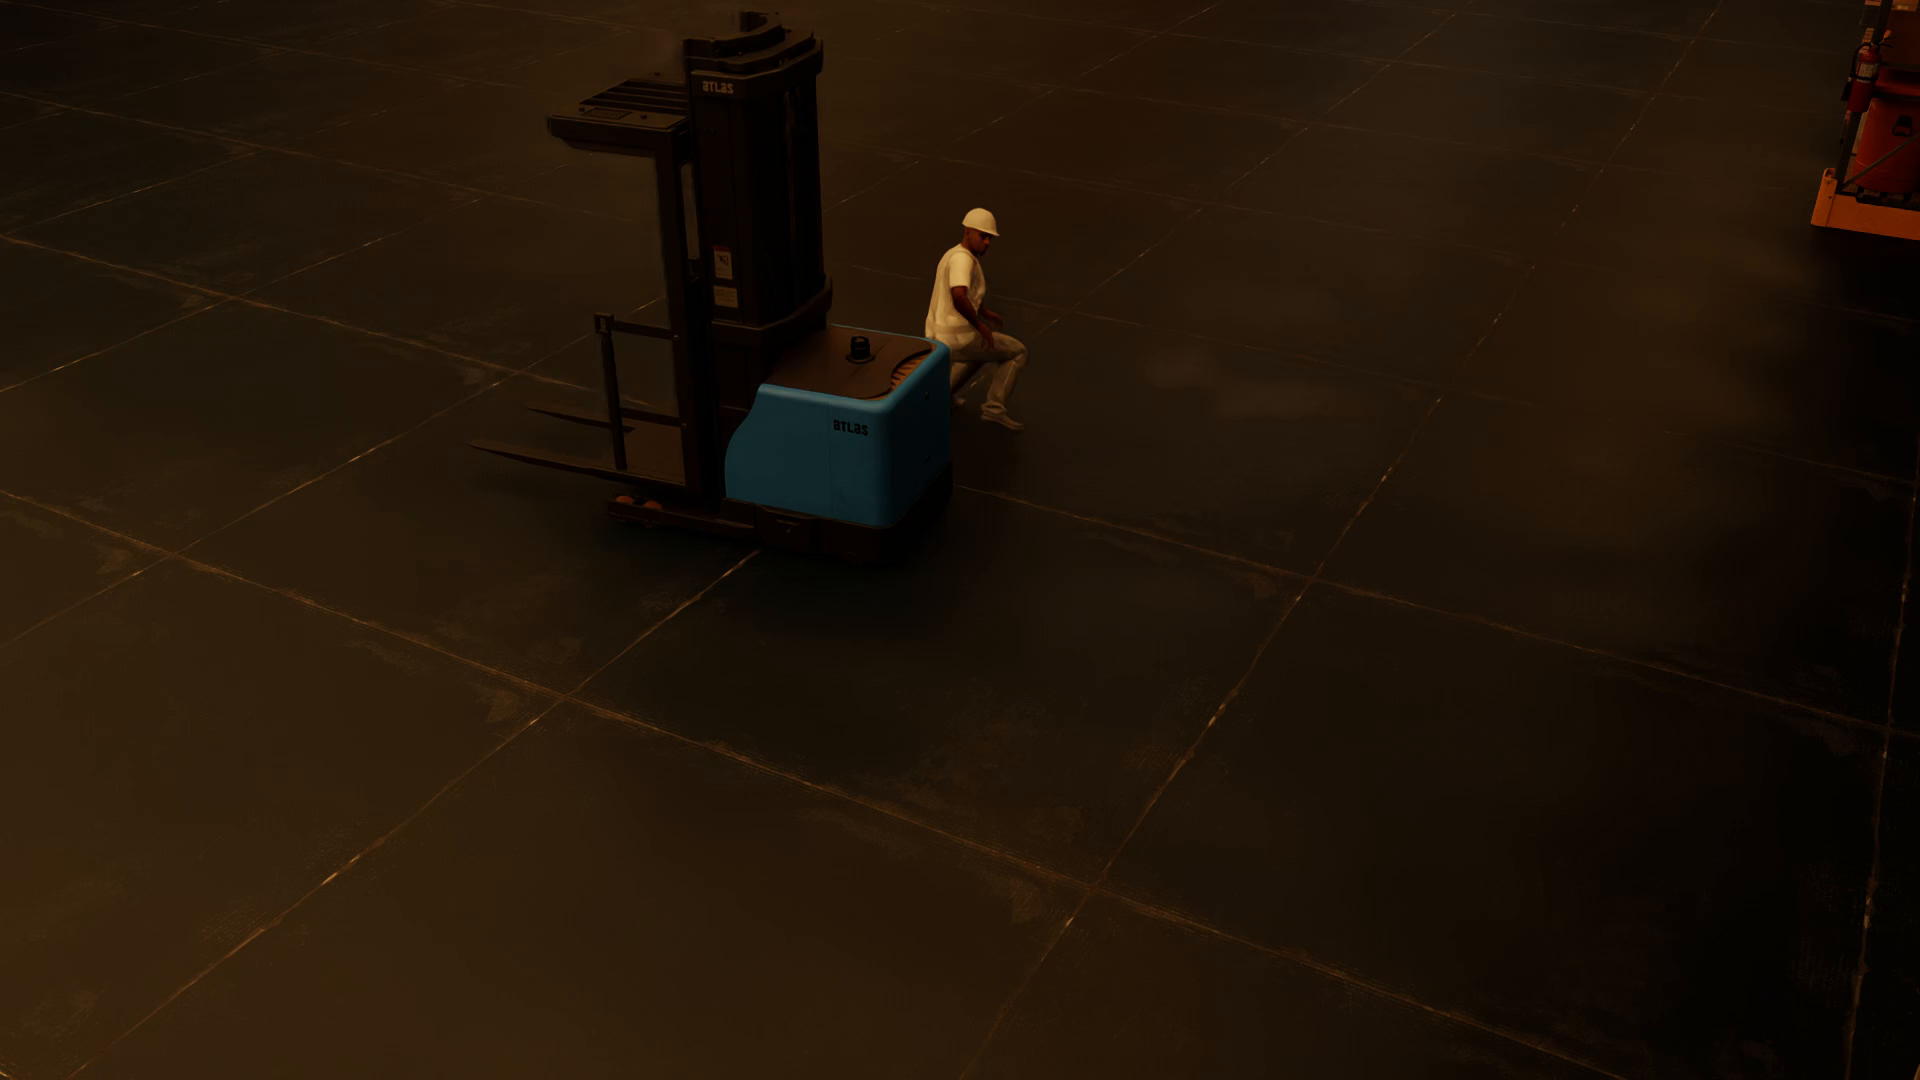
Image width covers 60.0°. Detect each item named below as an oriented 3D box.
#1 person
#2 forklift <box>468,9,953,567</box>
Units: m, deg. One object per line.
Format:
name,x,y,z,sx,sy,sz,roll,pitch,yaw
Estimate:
person,0.099,-1.422,11.018,0.682,1.527,0.836,-10,31,-17
forklift,-1.615,-1.571,9.792,3.031,2.935,1.130,11,32,18
